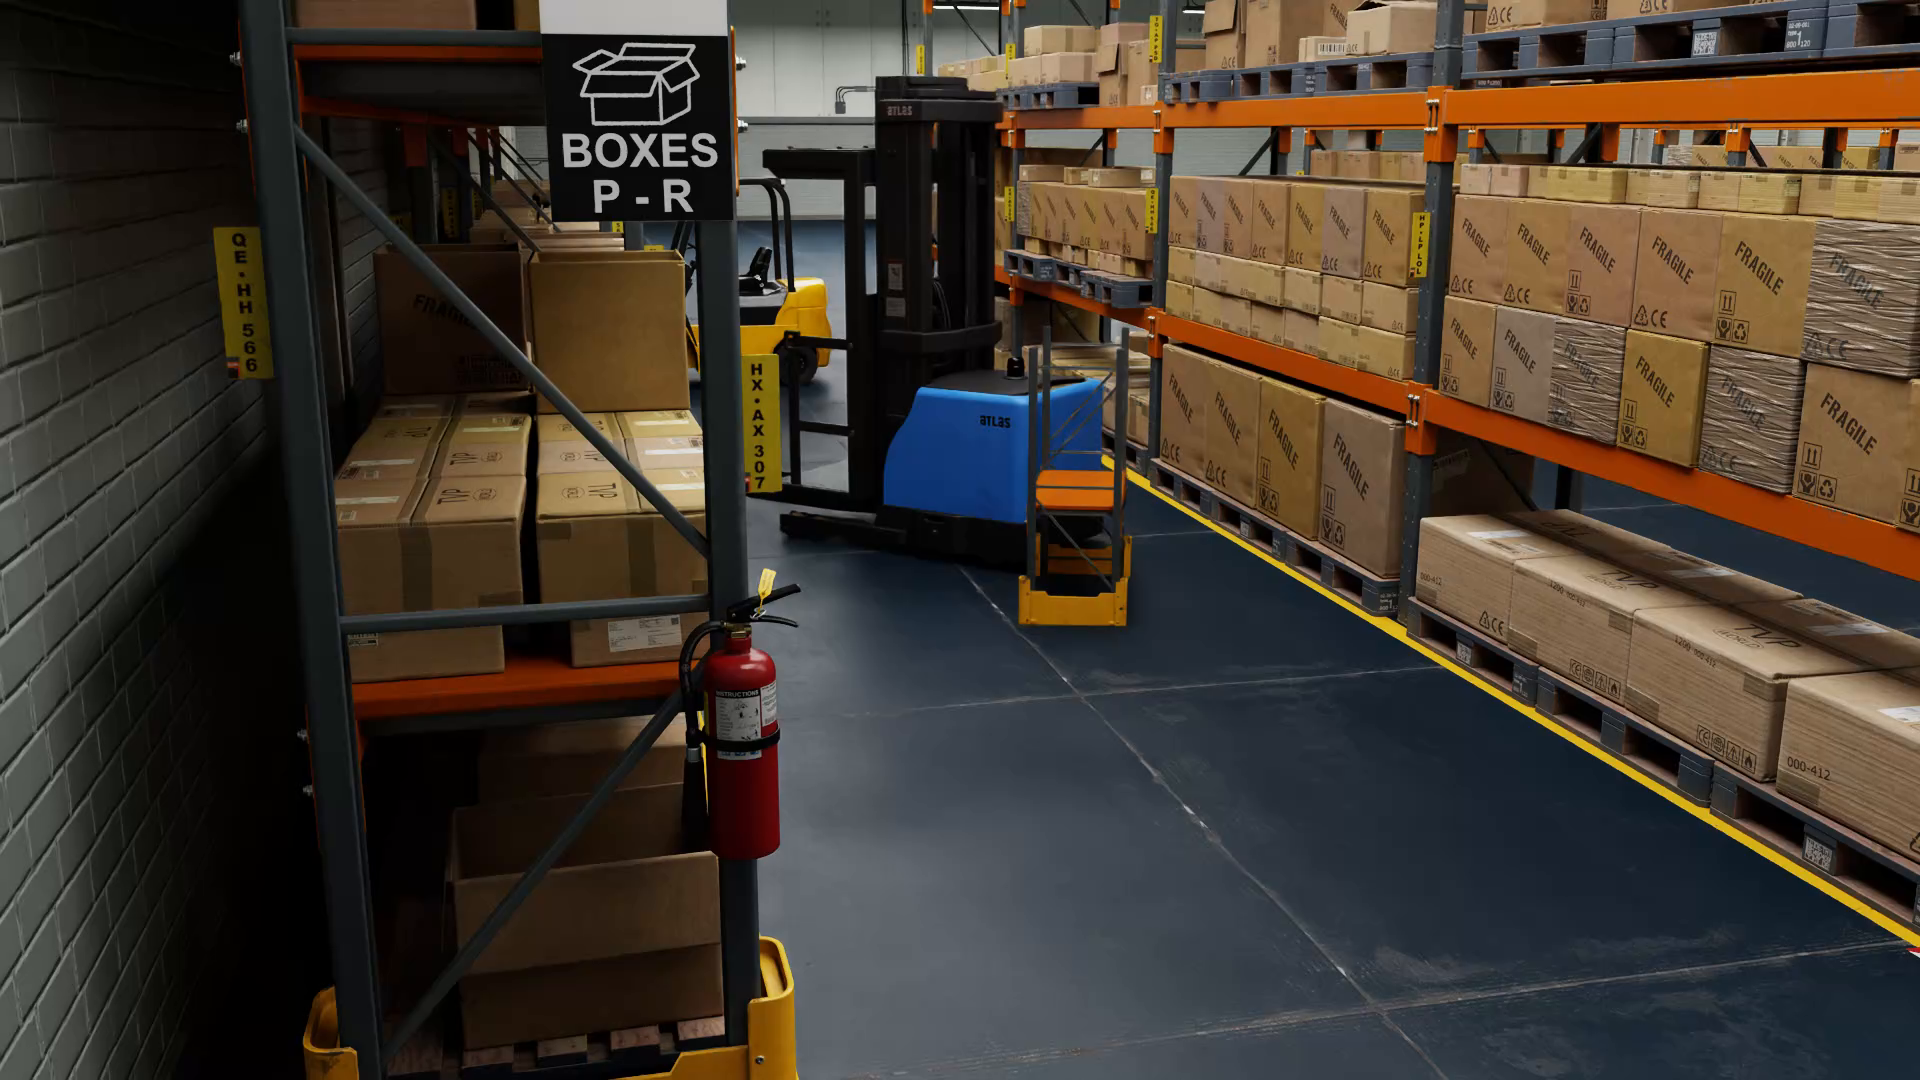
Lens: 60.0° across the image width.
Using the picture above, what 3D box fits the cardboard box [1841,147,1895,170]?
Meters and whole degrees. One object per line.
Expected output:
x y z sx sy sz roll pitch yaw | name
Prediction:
10.267 -4.186 18.797 0.500 0.500 0.500 -3 14 -13 | cardboard box

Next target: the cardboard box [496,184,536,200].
-4.484 -3.511 16.776 0.380 0.149 0.250 -3 14 -12 | cardboard box

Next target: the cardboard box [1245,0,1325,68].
2.364 -3.436 11.254 0.700 0.500 0.500 -4 14 -16 | cardboard box

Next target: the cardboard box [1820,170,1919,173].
3.688 -1.405 6.674 0.380 0.149 0.250 -4 14 -15 | cardboard box

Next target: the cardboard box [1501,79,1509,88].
5.978 -4.916 17.843 0.380 0.149 0.250 -3 14 -13 | cardboard box

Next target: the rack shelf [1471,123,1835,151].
6.265 -3.812 15.406 1.077 0.370 4.000 -3 14 -13 | rack shelf

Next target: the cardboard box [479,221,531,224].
-3.433 -2.328 12.560 0.380 0.149 0.250 -3 14 -14 | cardboard box

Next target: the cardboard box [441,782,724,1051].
-1.050 1.042 4.719 0.797 0.503 0.637 -4 14 -15 | cardboard box

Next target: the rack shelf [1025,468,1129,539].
0.676 -0.221 9.431 0.538 0.185 1.000 2 14 7 | rack shelf

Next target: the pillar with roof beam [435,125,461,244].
-1.284 -6.455 18.388 9.100 9.000 0.400 -3 14 -13 | pillar with roof beam

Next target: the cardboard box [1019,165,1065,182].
0.774 -3.451 15.641 0.380 0.149 0.250 -3 14 -13 | cardboard box

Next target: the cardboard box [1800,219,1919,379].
3.330 -0.849 5.766 0.500 0.500 0.500 -3 14 -13 | cardboard box

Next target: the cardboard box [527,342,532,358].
-2.084 -0.686 7.103 0.500 0.250 0.500 -3 14 -14 | cardboard box

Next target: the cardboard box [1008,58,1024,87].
0.755 -4.298 15.309 0.500 0.250 0.500 -4 14 -15 | cardboard box

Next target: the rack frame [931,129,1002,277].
0.068 -3.789 20.117 1.000 3.000 0.127 -3 14 -13 | rack frame

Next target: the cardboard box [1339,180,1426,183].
2.673 -2.023 10.572 0.500 0.500 0.500 -4 14 -14 | cardboard box

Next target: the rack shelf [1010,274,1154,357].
1.477 -2.056 14.537 1.077 0.370 4.000 -3 14 -13 | rack shelf

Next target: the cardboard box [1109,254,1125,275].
1.405 -2.202 13.263 0.380 0.149 0.250 -3 14 -14 | cardboard box

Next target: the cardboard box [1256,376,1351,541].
2.443 -0.539 10.407 0.875 0.875 0.875 -3 14 -12 | cardboard box

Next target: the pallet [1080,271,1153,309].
1.676 -2.009 13.235 1.213 0.211 1.003 -3 14 -13 | pallet

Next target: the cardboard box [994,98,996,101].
0.566 -4.439 16.987 0.380 0.149 0.250 -4 14 -15 | cardboard box

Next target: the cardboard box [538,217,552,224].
-3.134 -2.472 13.146 0.380 0.149 0.250 -3 14 -13 | cardboard box

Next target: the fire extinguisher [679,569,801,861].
-0.514 0.406 3.893 0.296 0.674 0.183 -3 14 -13 | fire extinguisher

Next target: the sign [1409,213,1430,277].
2.361 -1.513 8.525 0.100 0.325 0.005 -3 14 -13 | sign

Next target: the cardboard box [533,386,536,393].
-1.344 -0.481 6.264 0.500 0.250 0.500 -3 14 -14 | cardboard box

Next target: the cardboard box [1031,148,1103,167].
1.115 -3.659 16.639 0.700 0.500 0.500 -3 14 -14 | cardboard box

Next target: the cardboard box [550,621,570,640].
-0.913 0.154 4.506 0.380 0.149 0.250 -3 14 -12 | cardboard box

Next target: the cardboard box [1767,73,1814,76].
6.610 -3.602 12.820 0.500 0.500 0.500 -3 14 -13 | cardboard box

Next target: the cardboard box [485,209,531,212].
-3.930 -2.795 14.469 0.380 0.149 0.250 -4 14 -15 | cardboard box

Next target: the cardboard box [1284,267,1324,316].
2.294 -1.513 10.064 0.500 0.250 0.500 -3 14 -12 | cardboard box

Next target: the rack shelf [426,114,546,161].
-2.407 -2.313 9.268 1.077 0.370 4.000 -3 14 -13 | rack shelf

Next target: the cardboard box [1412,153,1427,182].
5.500 -3.971 18.268 0.875 0.550 0.550 -3 14 -13 | cardboard box

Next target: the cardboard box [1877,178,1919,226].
3.322 -1.131 5.554 0.380 0.149 0.250 -3 14 -14 | cardboard box

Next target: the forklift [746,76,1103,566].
-0.587 -1.509 10.927 3.031 2.935 1.130 9 16 32 | forklift

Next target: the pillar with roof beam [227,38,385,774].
1.534 -3.687 7.057 9.100 9.000 0.400 -3 14 -13 | pillar with roof beam

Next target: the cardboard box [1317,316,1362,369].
2.418 -1.155 9.651 0.500 0.250 0.500 -3 14 -14 | cardboard box

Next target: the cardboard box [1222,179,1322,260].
2.058 -2.117 10.953 0.500 0.500 0.500 -3 14 -12 | cardboard box

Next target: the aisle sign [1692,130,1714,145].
9.978 -5.636 22.197 0.394 0.787 0.004 -3 14 -13 | aisle sign

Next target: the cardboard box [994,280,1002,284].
0.636 -2.731 19.116 0.500 0.500 0.500 -3 14 -11 | cardboard box

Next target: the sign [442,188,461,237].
-3.416 -2.197 11.160 0.100 0.325 0.005 -3 14 -13 | sign

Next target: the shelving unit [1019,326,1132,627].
0.675 -0.394 9.379 0.587 1.500 1.083 2 14 7 | shelving unit

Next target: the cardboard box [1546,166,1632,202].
2.884 -1.608 7.503 0.380 0.149 0.250 -3 14 -14 | cardboard box

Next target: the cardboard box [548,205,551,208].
-3.636 -3.041 15.476 0.380 0.149 0.250 -4 14 -14 | cardboard box

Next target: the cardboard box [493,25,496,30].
-1.736 -1.637 5.514 0.380 0.149 0.250 -3 14 -13 | cardboard box

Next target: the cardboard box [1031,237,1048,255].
0.880 -2.745 15.488 0.380 0.149 0.250 -3 14 -12 | cardboard box

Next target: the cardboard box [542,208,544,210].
-4.272 -3.341 18.073 0.500 0.500 0.500 -3 14 -11 | cardboard box

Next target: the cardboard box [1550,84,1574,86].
6.117 -4.649 16.535 0.500 0.250 0.500 -3 14 -13 | cardboard box

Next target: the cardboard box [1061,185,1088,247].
1.191 -2.791 14.310 0.500 0.500 0.500 -4 14 -15 | cardboard box

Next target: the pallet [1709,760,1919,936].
3.562 1.076 6.077 1.003 0.211 1.213 -3 14 -13 | pallet

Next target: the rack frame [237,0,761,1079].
-0.995 0.179 3.874 0.949 2.616 0.053 -3 14 -13 | rack frame
